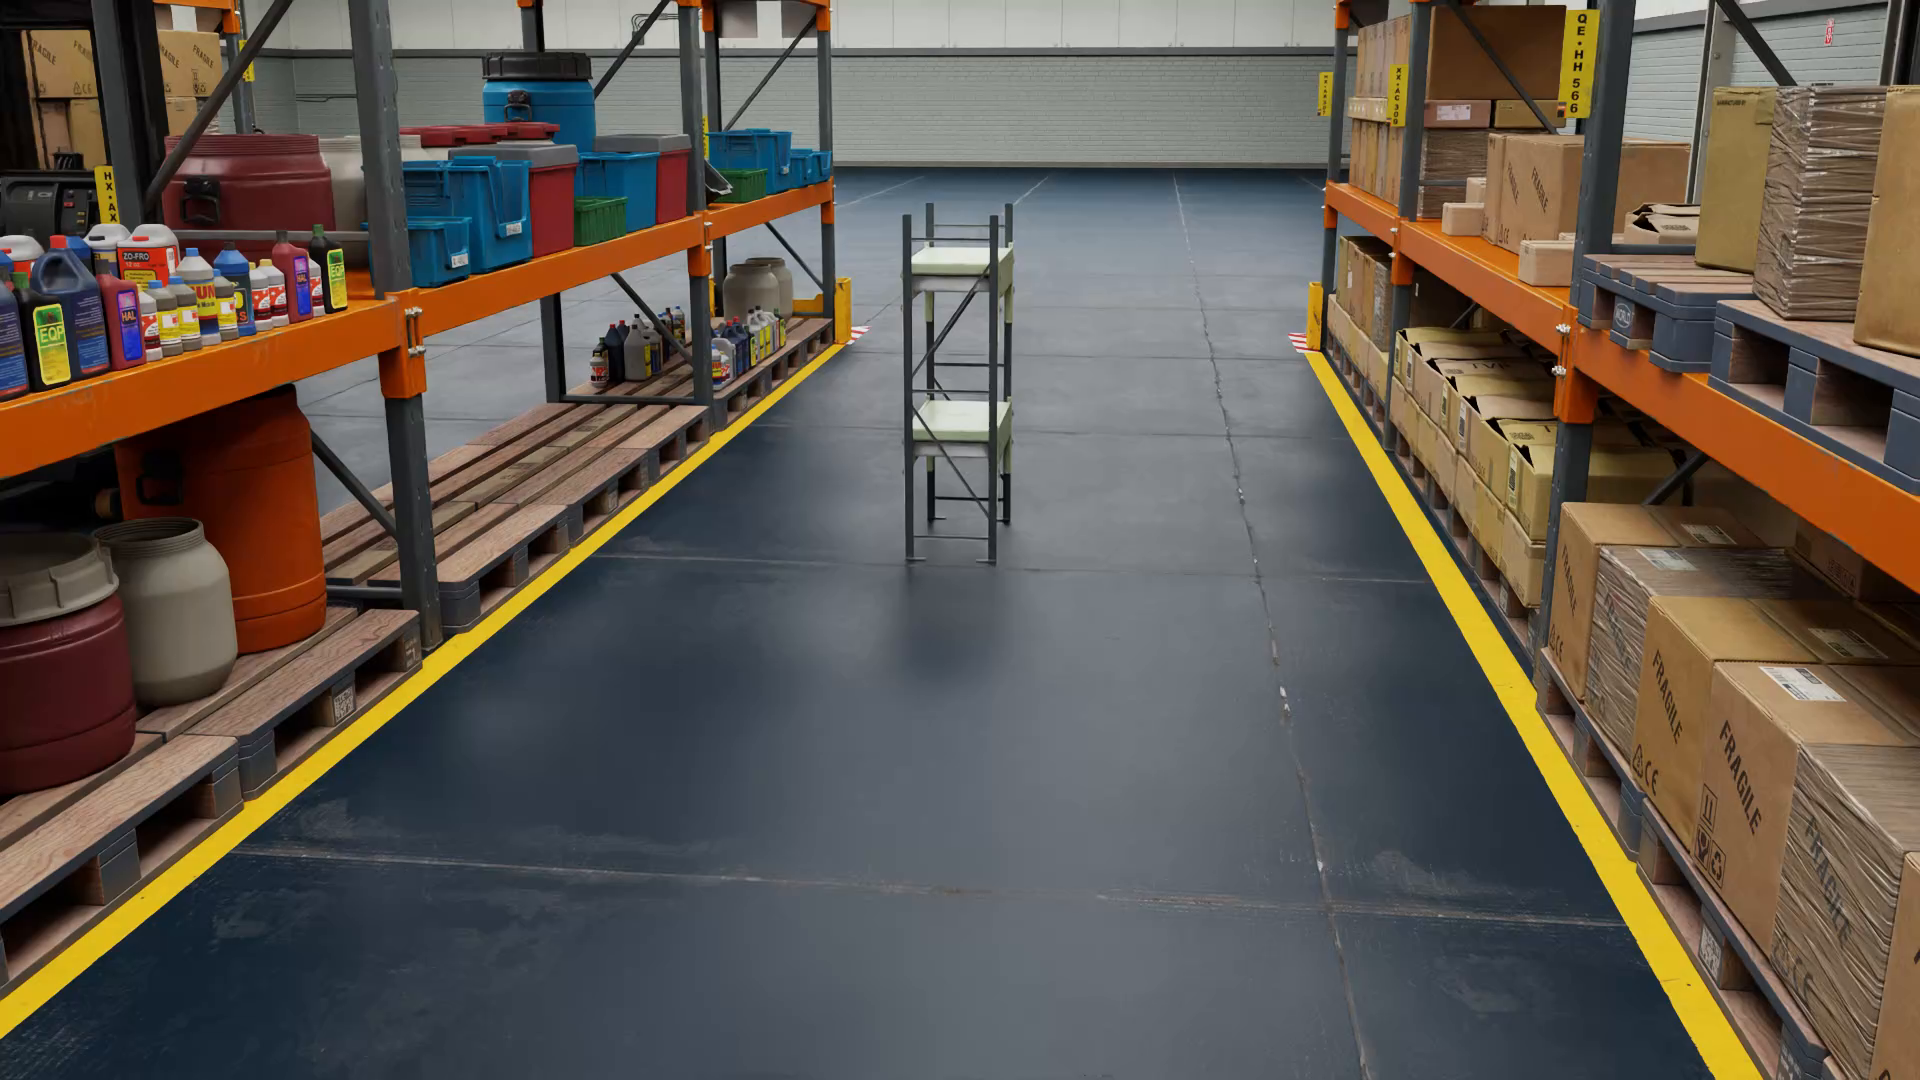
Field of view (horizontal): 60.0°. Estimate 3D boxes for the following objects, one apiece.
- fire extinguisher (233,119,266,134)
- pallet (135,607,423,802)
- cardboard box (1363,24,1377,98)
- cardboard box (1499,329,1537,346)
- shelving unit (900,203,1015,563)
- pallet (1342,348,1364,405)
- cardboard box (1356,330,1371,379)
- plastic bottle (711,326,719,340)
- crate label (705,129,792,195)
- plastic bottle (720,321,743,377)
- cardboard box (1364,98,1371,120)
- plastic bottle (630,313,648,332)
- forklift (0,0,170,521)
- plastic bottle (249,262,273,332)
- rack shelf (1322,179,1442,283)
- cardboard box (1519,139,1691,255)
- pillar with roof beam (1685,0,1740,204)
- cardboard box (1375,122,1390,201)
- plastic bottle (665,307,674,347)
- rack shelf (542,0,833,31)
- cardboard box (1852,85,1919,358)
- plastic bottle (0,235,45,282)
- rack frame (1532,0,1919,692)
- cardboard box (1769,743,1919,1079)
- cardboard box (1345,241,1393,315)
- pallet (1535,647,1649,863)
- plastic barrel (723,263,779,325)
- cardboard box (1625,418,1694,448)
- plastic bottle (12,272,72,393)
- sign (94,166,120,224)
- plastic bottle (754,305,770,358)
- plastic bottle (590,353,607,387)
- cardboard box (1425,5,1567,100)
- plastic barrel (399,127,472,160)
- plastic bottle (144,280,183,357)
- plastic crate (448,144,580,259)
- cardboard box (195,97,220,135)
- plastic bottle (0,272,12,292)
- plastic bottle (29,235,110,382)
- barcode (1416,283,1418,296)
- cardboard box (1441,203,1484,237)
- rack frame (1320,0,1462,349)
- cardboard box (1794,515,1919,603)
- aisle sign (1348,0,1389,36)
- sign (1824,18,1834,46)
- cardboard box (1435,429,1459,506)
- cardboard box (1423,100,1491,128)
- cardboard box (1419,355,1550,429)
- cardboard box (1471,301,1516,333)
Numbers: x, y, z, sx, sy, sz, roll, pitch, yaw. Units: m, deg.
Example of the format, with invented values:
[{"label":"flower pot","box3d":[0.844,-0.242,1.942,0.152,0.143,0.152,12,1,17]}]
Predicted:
[{"label":"fire extinguisher","box3d":[-5.986,-3.259,14.115,0.296,0.674,0.183,2,15,6]},{"label":"pallet","box3d":[-2.485,0.493,5.436,1.003,0.211,1.213,2,15,6]},{"label":"cardboard box","box3d":[3.261,-3.391,11.779,0.700,0.500,0.500,1,15,5]},{"label":"cardboard box","box3d":[3.174,-0.982,8.938,0.500,0.311,0.500,2,15,6]},{"label":"shelving unit","box3d":[0.001,-0.726,7.473,0.431,1.500,0.755,2,15,6]},{"label":"pallet","box3d":[3.201,-1.126,11.422,1.003,0.211,1.213,2,15,6]},{"label":"cardboard box","box3d":[2.878,-1.211,10.859,0.500,0.250,0.500,2,15,6]},{"label":"plastic bottle","box3d":[-1.626,-1.232,10.703,0.144,0.351,0.185,2,15,6]},{"label":"crate label","box3d":[-1.474,-2.666,11.707,0.502,0.435,0.616,2,15,6]},{"label":"plastic bottle","box3d":[-1.483,-1.227,10.687,0.144,0.351,0.185,2,15,8]},{"label":"cardboard box","box3d":[3.013,-2.985,11.522,0.380,0.149,0.250,1,15,4]},{"label":"plastic bottle","box3d":[-2.142,-1.339,11.101,0.144,0.351,0.185,2,15,6]},{"label":"forklift","box3d":[-4.536,-1.599,7.961,1.130,2.935,3.031,2,15,7]},{"label":"plastic bottle","box3d":[-2.128,-0.731,5.001,0.097,0.201,0.097,0,15,0]},{"label":"rack shelf","box3d":[3.160,-2.121,11.139,1.077,0.370,4.000,2,15,6]},{"label":"cardboard box","box3d":[2.657,-1.396,6.888,0.500,0.500,0.500,1,15,3]},{"label":"pillar with roof beam","box3d":[6.166,-8.770,22.857,9.100,9.000,0.400,2,15,6]},{"label":"cardboard box","box3d":[3.149,-2.513,11.019,0.700,0.500,0.500,2,15,8]},{"label":"plastic bottle","box3d":[-2.093,-1.516,11.883,0.061,0.283,0.133,2,15,7]},{"label":"rack shelf","box3d":[-1.761,-3.716,11.290,1.077,0.370,4.000,2,15,6]},{"label":"cardboard box","box3d":[2.170,-0.586,3.087,0.700,0.500,0.500,-2,15,-8]},{"label":"plastic bottle","box3d":[-2.860,-0.777,5.026,0.152,0.276,0.135,2,15,6]},{"label":"rack frame","box3d":[2.483,-0.912,5.290,1.000,3.000,0.127,2,15,6]},{"label":"cardboard box","box3d":[1.924,0.725,3.181,0.500,0.500,0.500,2,15,7]},{"label":"cardboard box","box3d":[3.006,-1.832,11.718,0.500,0.500,0.500,2,15,6]},{"label":"pallet","box3d":[2.362,0.626,4.942,1.003,0.211,1.213,2,15,6]},{"label":"plastic barrel","box3d":[-1.590,-1.833,12.656,0.421,0.512,0.421,0,15,0]},{"label":"cardboard box","box3d":[2.885,-0.322,6.496,0.500,0.311,0.500,1,15,5]},{"label":"plastic bottle","box3d":[-2.225,-0.507,4.012,0.061,0.283,0.133,2,15,6]},{"label":"sign","box3d":[-2.985,-1.152,5.865,0.100,0.325,0.005,2,15,6]},{"label":"plastic bottle","box3d":[-1.393,-1.435,11.454,0.144,0.351,0.185,2,15,9]},{"label":"plastic bottle","box3d":[-2.255,-1.062,10.359,0.097,0.201,0.097,0,15,0]},{"label":"cardboard box","box3d":[2.979,-2.740,9.370,0.700,0.500,0.500,2,15,7]},{"label":"plastic barrel","box3d":[-2.444,-1.618,7.639,0.433,0.535,0.433,0,15,0]},{"label":"plastic bottle","box3d":[-2.183,-0.605,4.534,0.097,0.201,0.097,0,15,0]},{"label":"plastic crate","box3d":[-1.952,-1.500,7.341,0.402,0.464,0.583,2,15,6]},{"label":"cardboard box","box3d":[-6.546,-3.330,13.469,0.875,0.500,0.500,2,15,6]},{"label":"plastic bottle","box3d":[-2.285,-0.508,4.019,0.061,0.283,0.133,2,15,6]},{"label":"plastic bottle","box3d":[-2.248,-0.582,4.161,0.144,0.351,0.185,2,15,6]},{"label":"barcode","box3d":[2.492,-1.365,9.071,0.001,0.075,0.075,2,15,6]},{"label":"cardboard box","box3d":[2.632,-1.605,8.332,0.380,0.149,0.250,2,15,6]},{"label":"rack frame","box3d":[3.386,-2.987,12.963,1.000,3.000,0.127,2,15,6]},{"label":"cardboard box","box3d":[2.609,-0.016,4.484,0.500,0.250,0.500,2,15,8]},{"label":"aisle sign","box3d":[3.089,-4.268,12.720,0.394,0.787,0.004,2,15,6]},{"label":"sign","box3d":[10.183,-5.949,19.477,0.001,0.298,0.199,2,15,6]},{"label":"cardboard box","box3d":[2.470,-0.329,7.596,0.500,0.250,0.500,2,15,7]},{"label":"cardboard box","box3d":[2.753,-2.388,9.313,0.380,0.149,0.250,2,15,6]},{"label":"cardboard box","box3d":[2.522,-0.732,8.012,0.500,0.311,0.500,1,15,4]},{"label":"cardboard box","box3d":[3.298,-1.298,9.743,0.500,0.500,0.500,2,15,6]}]
